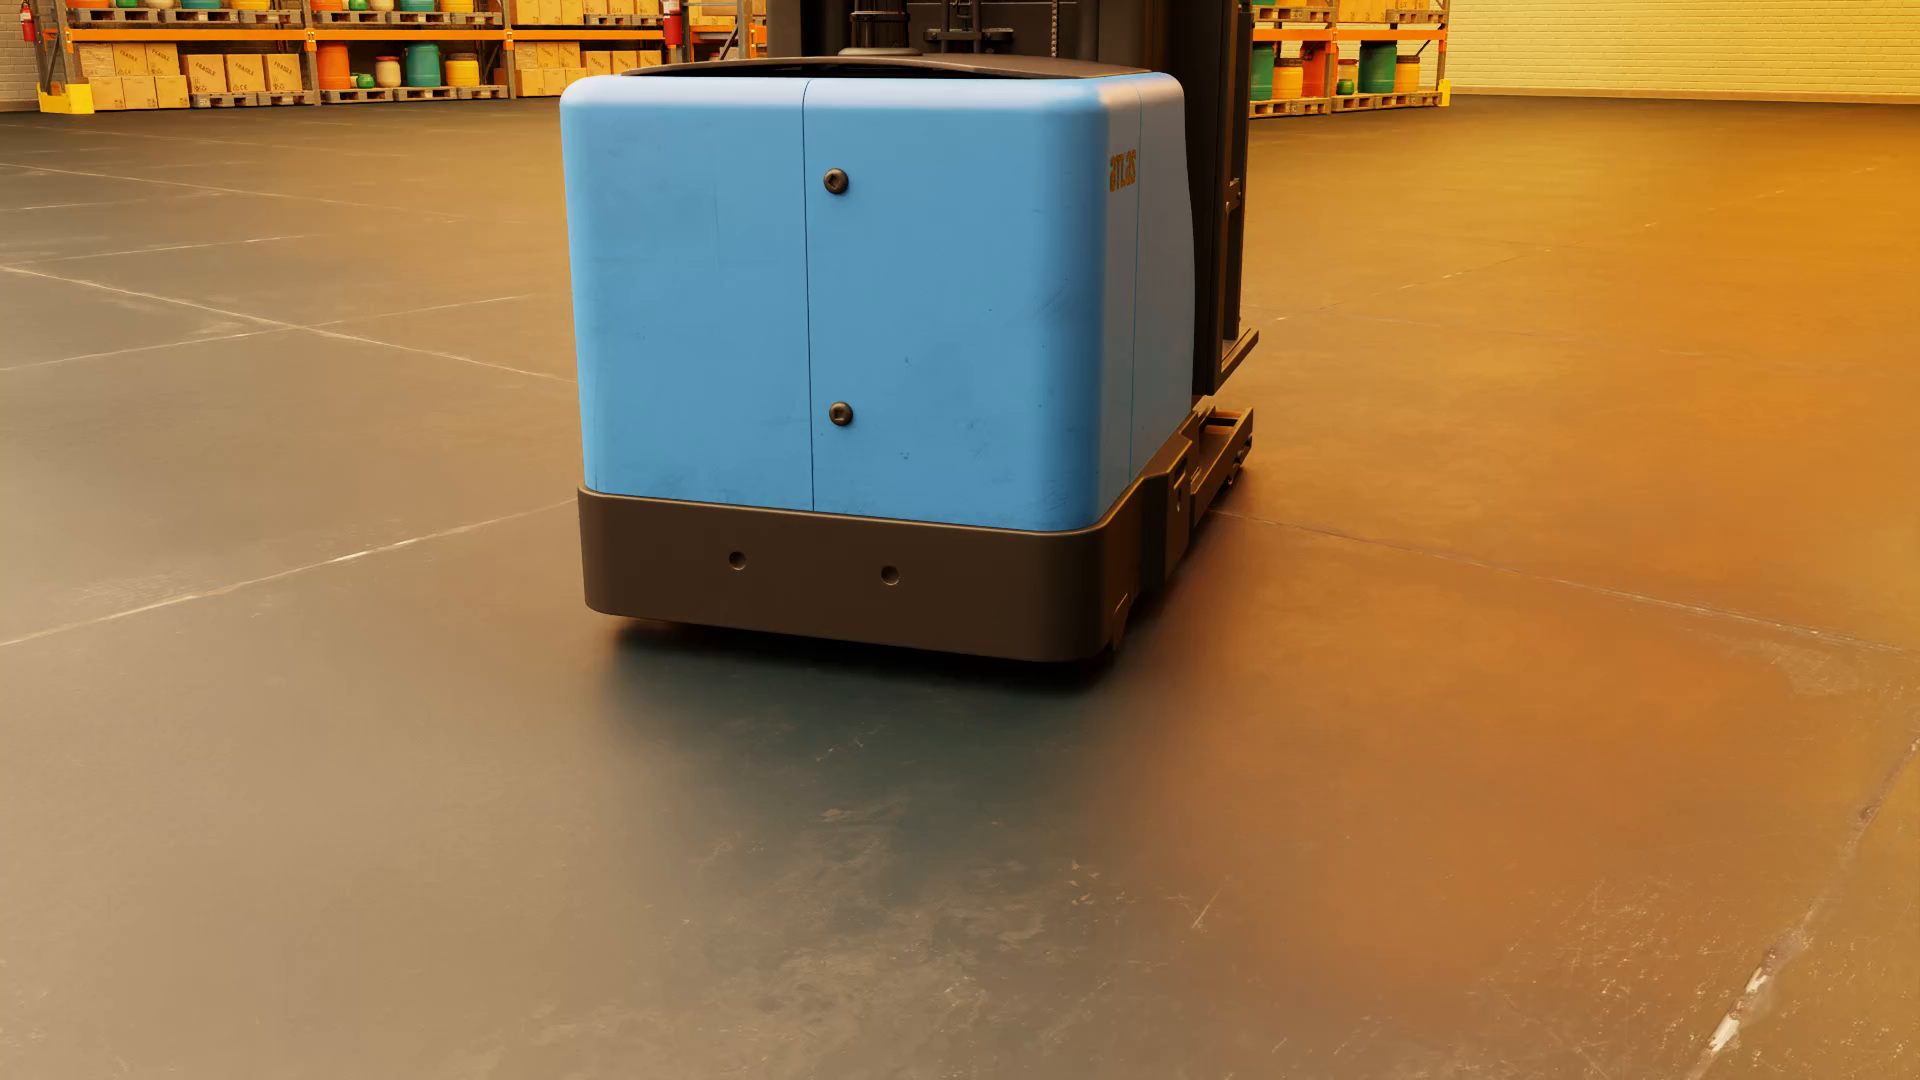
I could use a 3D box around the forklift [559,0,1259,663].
[{"bbox_3d":[0.182,-1.571,4.072,1.130,2.935,3.031,5,18,17],"label":"forklift"}]
